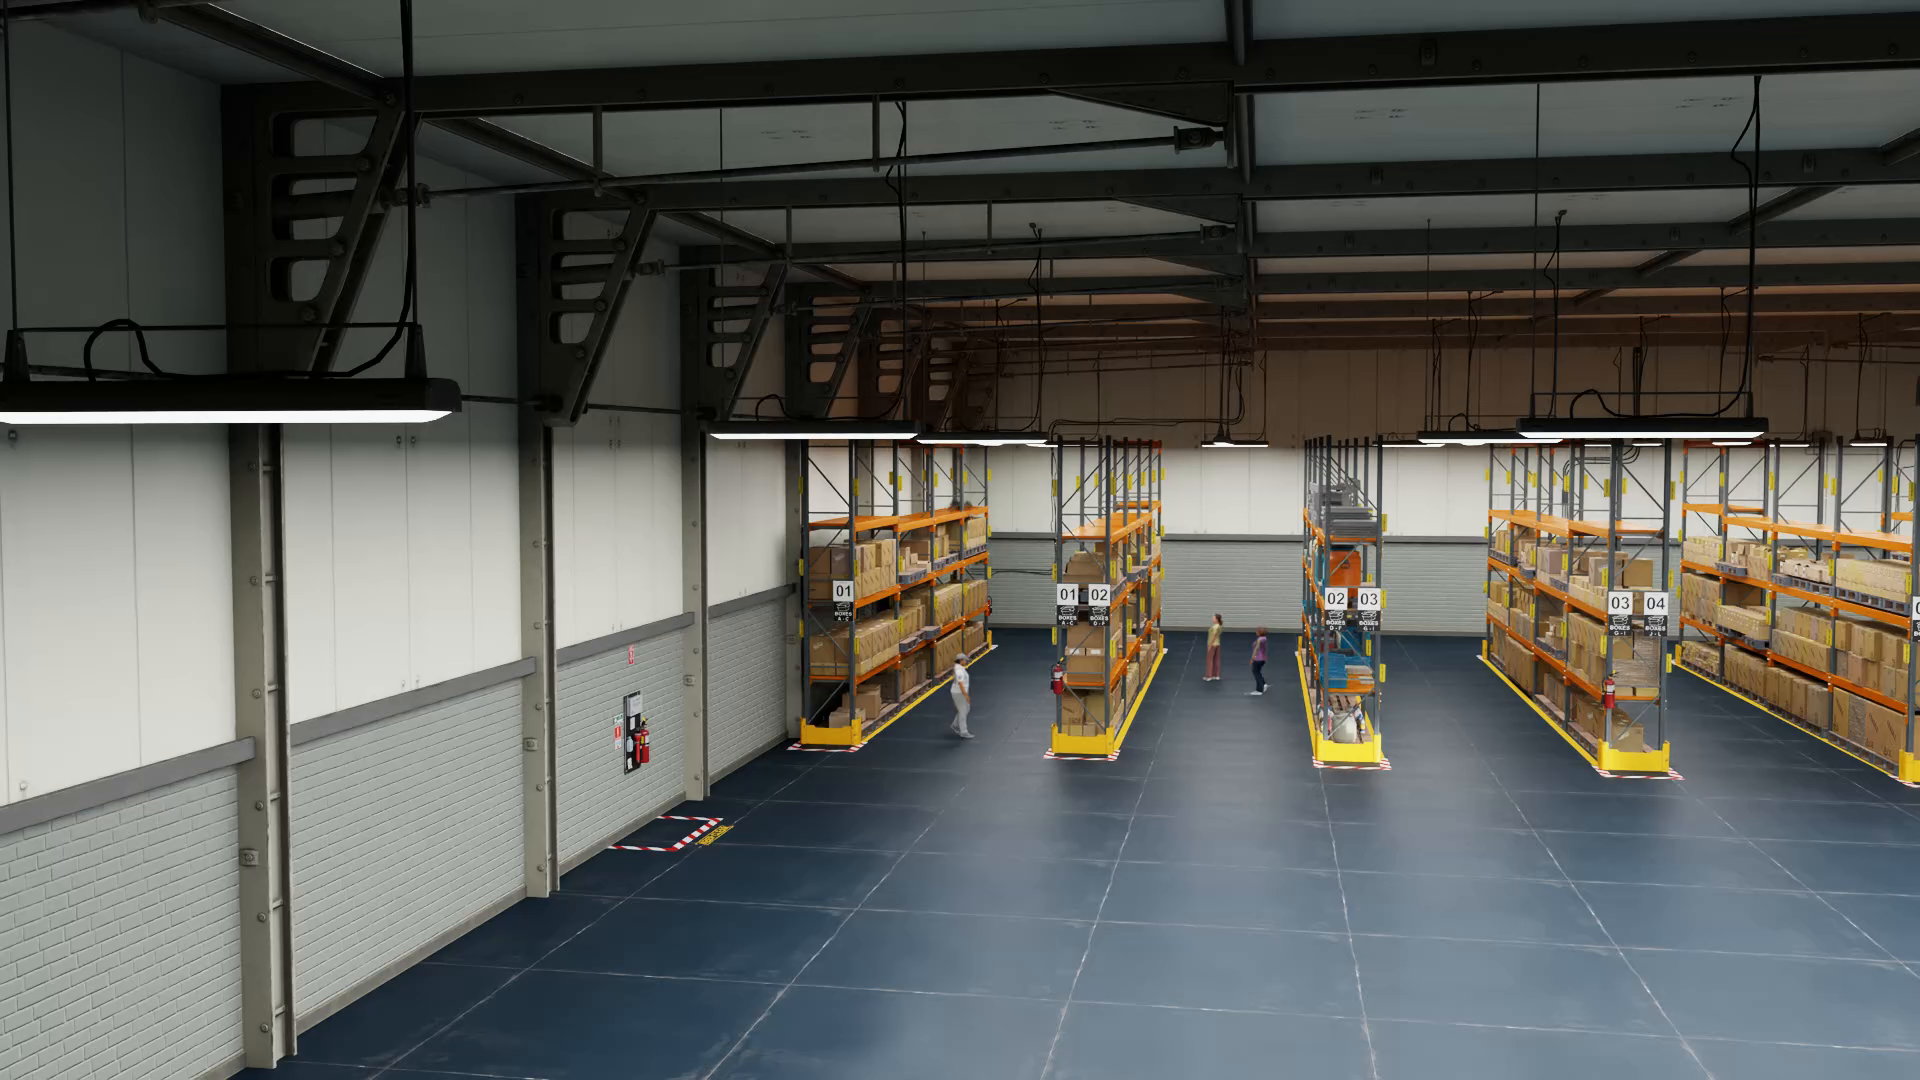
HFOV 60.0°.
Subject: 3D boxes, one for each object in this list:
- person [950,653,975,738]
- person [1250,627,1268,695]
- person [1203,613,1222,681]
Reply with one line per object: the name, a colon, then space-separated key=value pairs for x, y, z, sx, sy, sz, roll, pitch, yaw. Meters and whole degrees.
person: x=0.047 y=3.096 z=33.256 sx=0.504 sy=1.678 sz=0.616 roll=0 pitch=3 yaw=1
person: x=6.954 y=2.813 z=38.766 sx=0.422 sy=1.593 sz=0.513 roll=2 pitch=4 yaw=39
person: x=6.280 y=2.657 z=41.327 sx=0.433 sy=1.670 sz=0.524 roll=2 pitch=4 yaw=36
